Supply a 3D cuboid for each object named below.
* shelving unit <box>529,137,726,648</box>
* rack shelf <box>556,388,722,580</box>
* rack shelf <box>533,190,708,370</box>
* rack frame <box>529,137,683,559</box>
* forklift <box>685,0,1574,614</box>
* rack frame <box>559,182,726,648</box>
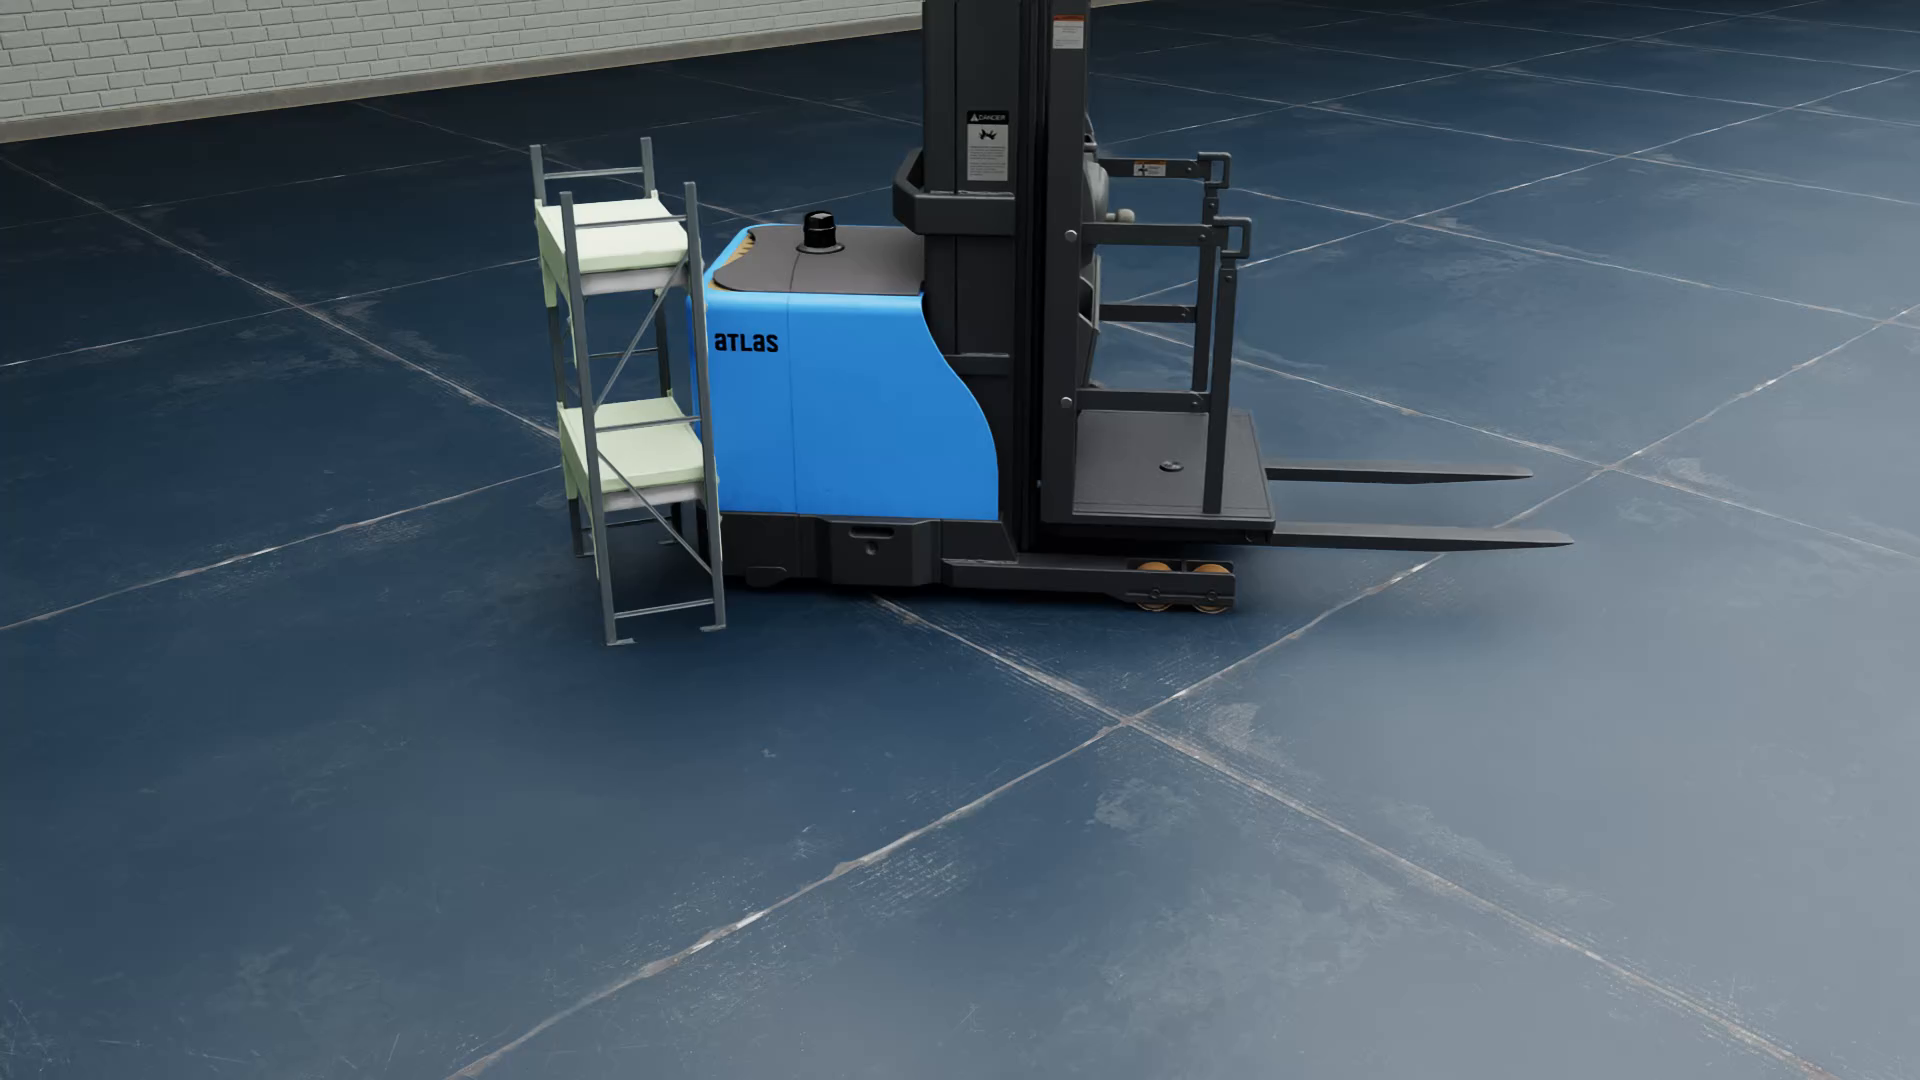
[{"bbox_3d":[-1.105,-0.504,5.546,0.431,1.500,0.755,-9,26,-18],"label":"shelving unit"},{"bbox_3d":[-1.104,-0.207,5.681,0.431,0.370,0.720,-9,26,-18],"label":"rack shelf"},{"bbox_3d":[-1.106,-0.859,5.384,0.431,0.370,0.720,-9,26,-18],"label":"rack shelf"},{"bbox_3d":[-1.230,-0.647,5.859,0.400,1.500,0.023,-9,26,-18],"label":"rack frame"},{"bbox_3d":[0.622,-1.312,5.594,3.031,2.935,1.130,2,25,4],"label":"forklift"},{"bbox_3d":[-0.980,-0.361,5.233,0.400,1.500,0.023,-9,26,-18],"label":"rack frame"}]
